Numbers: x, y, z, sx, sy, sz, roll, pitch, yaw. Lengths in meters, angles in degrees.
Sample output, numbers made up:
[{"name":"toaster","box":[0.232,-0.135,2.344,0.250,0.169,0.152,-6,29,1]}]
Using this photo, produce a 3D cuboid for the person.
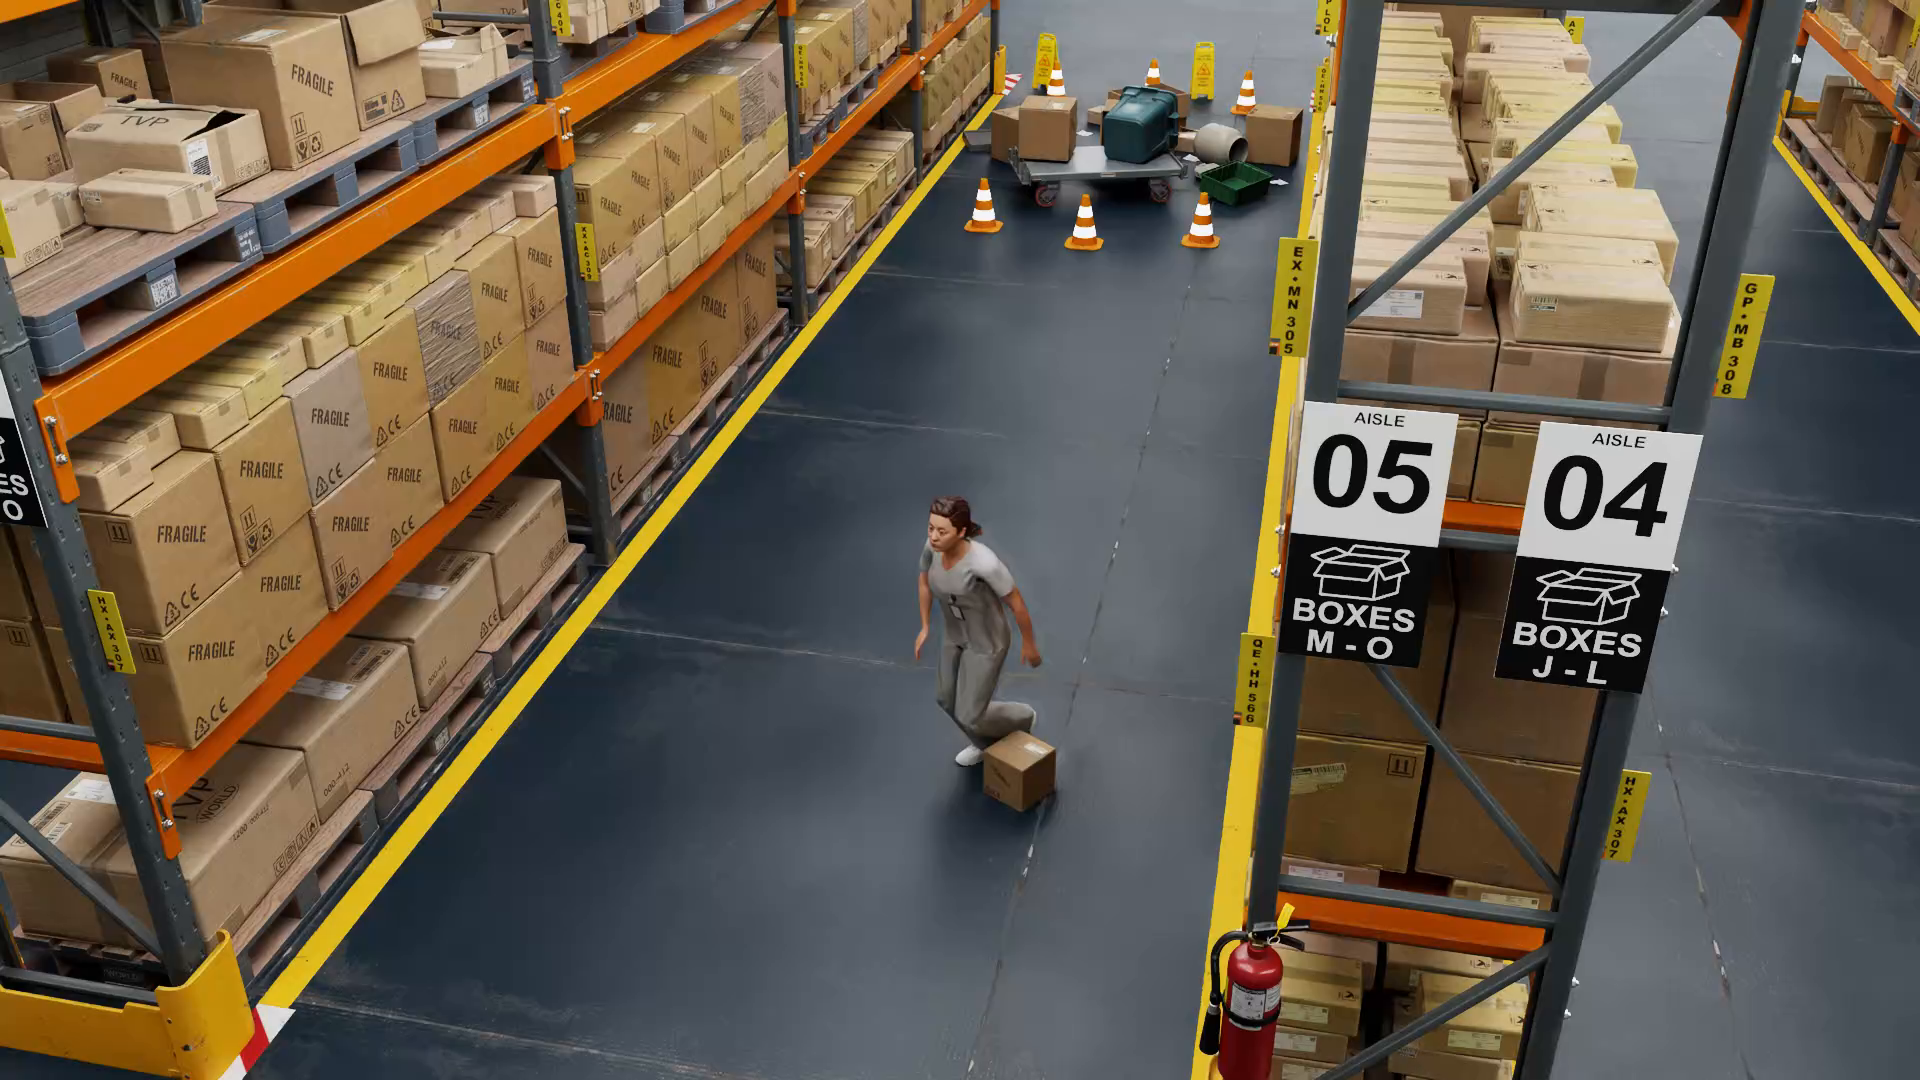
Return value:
[{"name":"person","box":[0.112,0.451,7.903,0.622,1.579,0.585,-20,35,-32]}]
